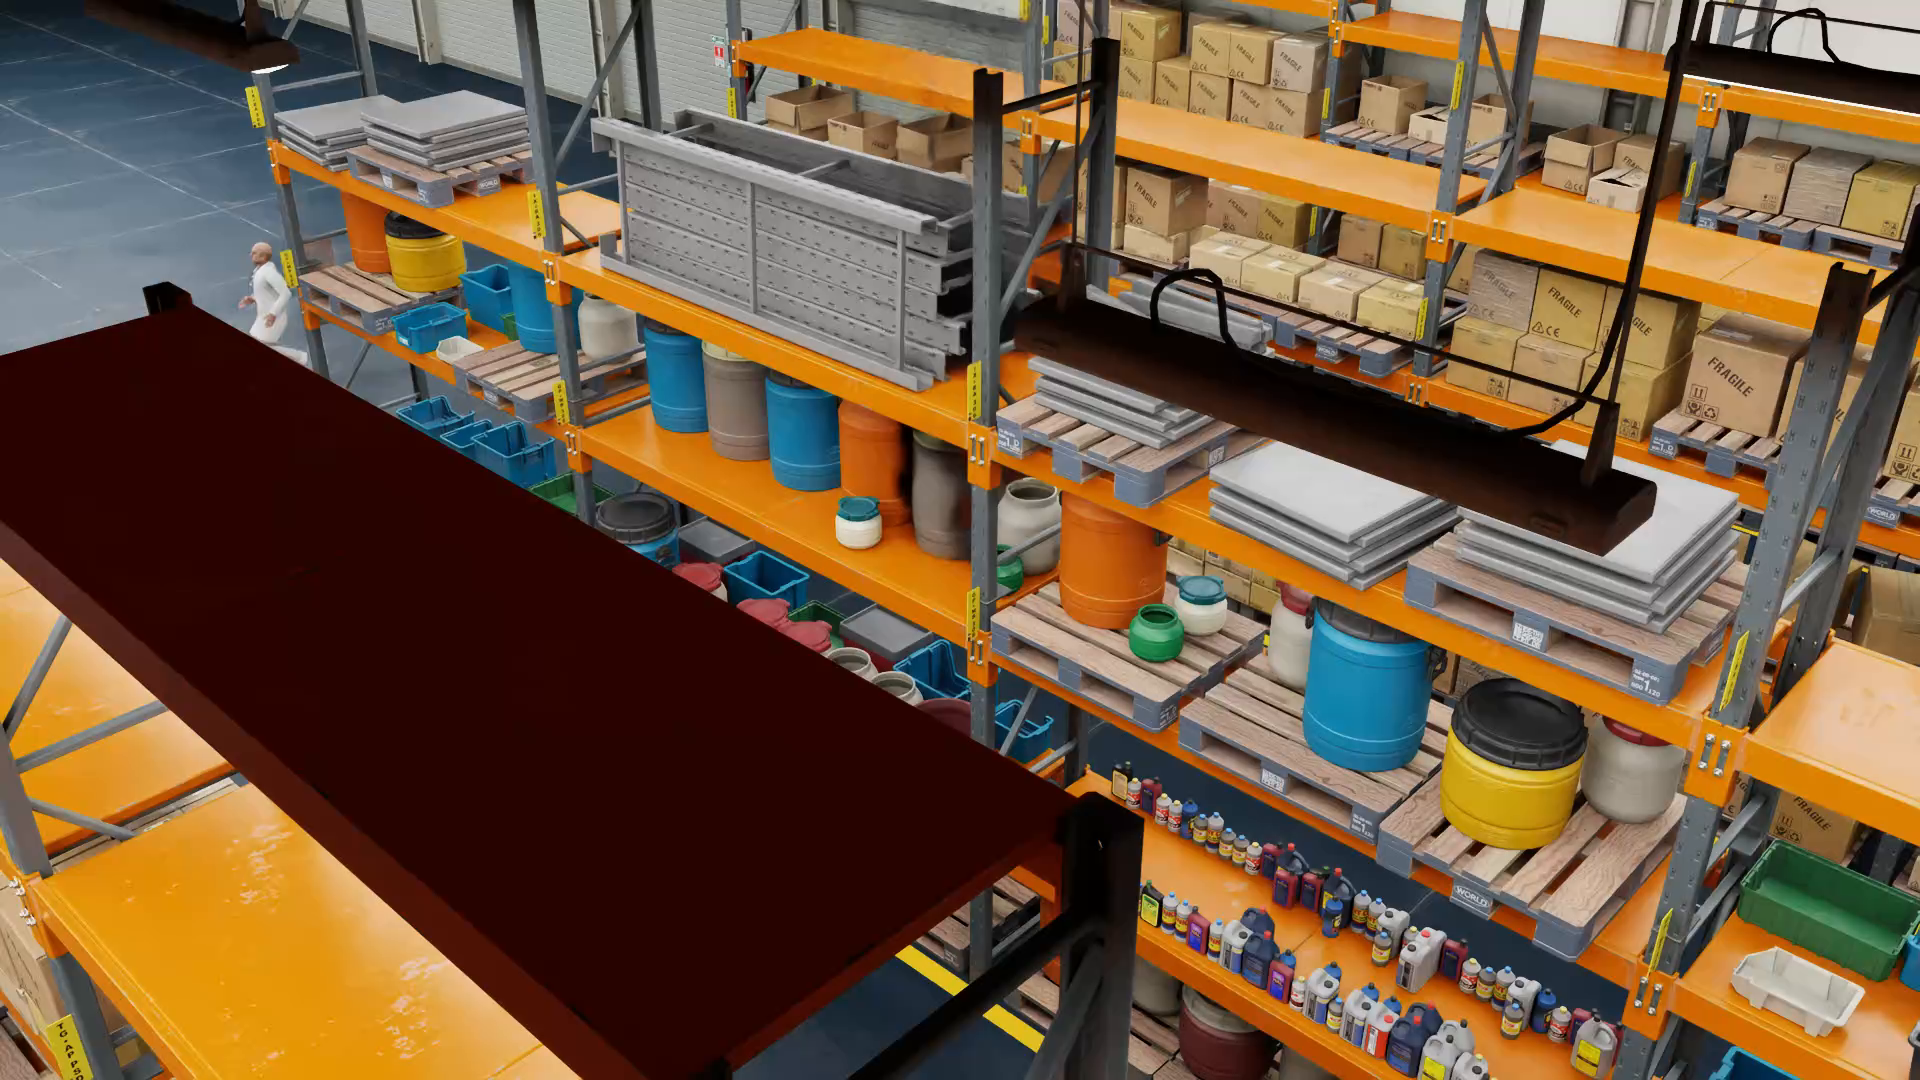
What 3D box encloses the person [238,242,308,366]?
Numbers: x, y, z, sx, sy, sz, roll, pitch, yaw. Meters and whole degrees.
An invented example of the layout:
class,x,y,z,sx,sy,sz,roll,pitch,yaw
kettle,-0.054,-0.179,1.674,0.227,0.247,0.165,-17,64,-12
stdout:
class,x,y,z,sx,sy,sz,roll,pitch,yaw
person,-7.886,-2.554,19.018,0.631,1.737,0.705,-12,32,-20
